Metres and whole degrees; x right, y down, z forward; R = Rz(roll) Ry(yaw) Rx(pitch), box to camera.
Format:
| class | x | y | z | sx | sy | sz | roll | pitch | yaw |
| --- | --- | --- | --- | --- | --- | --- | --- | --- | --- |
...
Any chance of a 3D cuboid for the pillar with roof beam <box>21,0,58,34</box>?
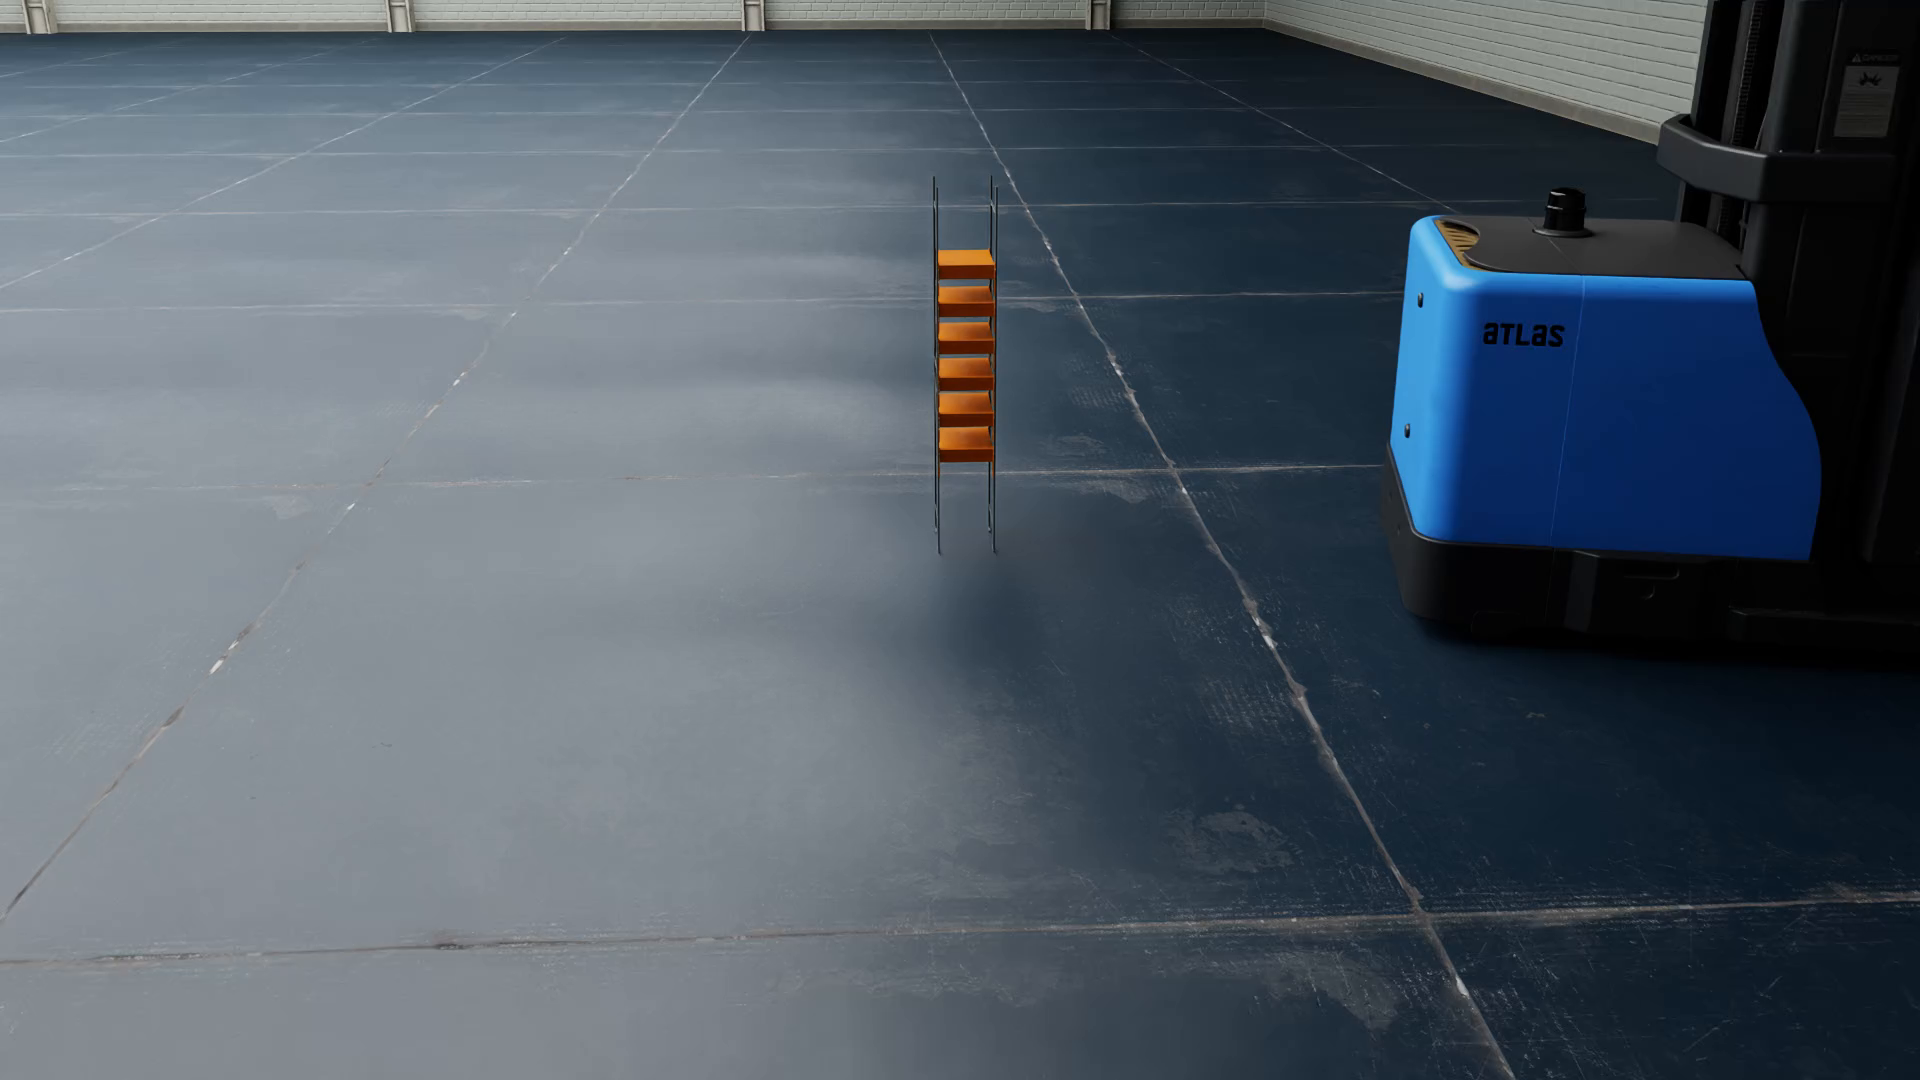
| class | x | y | z | sx | sy | sz | roll | pitch | yaw |
| --- | --- | --- | --- | --- | --- | --- | --- | --- | --- |
| pillar with roof beam | -15.311 | -11.278 | 22.597 | 0.400 | 9.000 | 9.100 | -1 | 21 | -3 |

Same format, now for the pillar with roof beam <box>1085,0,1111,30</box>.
| class | x | y | z | sx | sy | sz | roll | pitch | yaw |
| --- | --- | --- | --- | --- | --- | --- | --- | --- | --- |
| pillar with roof beam | 2.659 | -11.644 | 23.557 | 0.400 | 9.000 | 9.100 | -1 | 21 | -3 |

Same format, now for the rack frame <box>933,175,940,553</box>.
| class | x | y | z | sx | sy | sz | roll | pitch | yaw |
| --- | --- | --- | --- | --- | --- | --- | --- | --- | --- |
| rack frame | -0.077 | -0.559 | 5.403 | 0.006 | 1.200 | 0.240 | -1 | 21 | -3 |

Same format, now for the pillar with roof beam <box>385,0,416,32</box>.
| class | x | y | z | sx | sy | sz | roll | pitch | yaw |
| --- | --- | --- | --- | --- | --- | --- | --- | --- | --- |
| pillar with roof beam | -9.321 | -11.400 | 22.917 | 0.400 | 9.000 | 9.100 | -1 | 21 | -3 |

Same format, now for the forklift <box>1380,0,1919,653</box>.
| class | x | y | z | sx | sy | sz | roll | pitch | yaw |
| --- | --- | --- | --- | --- | --- | --- | --- | --- | --- |
| forklift | 2.871 | -1.176 | 4.592 | 3.031 | 2.935 | 1.130 | 3 | 21 | 8 |

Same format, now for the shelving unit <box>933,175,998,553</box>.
| class | x | y | z | sx | sy | sz | roll | pitch | yaw |
| --- | --- | --- | --- | --- | --- | --- | --- | --- | --- |
| shelving unit | 0.014 | -0.561 | 5.408 | 0.189 | 1.200 | 0.258 | -1 | 21 | -3 |

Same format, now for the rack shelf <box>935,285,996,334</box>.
| class | x | y | z | sx | sy | sz | roll | pitch | yaw |
| --- | --- | --- | --- | --- | --- | --- | --- | --- | --- |
| rack shelf | 0.014 | -0.744 | 5.339 | 0.180 | 0.103 | 0.258 | -1 | 21 | -3 |

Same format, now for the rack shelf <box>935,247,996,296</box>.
| class | x | y | z | sx | sy | sz | roll | pitch | yaw |
| --- | --- | --- | --- | --- | --- | --- | --- | --- | --- |
| rack shelf | 0.014 | -0.856 | 5.296 | 0.180 | 0.103 | 0.258 | -1 | 21 | -3 |

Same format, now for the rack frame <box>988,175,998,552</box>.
| class | x | y | z | sx | sy | sz | roll | pitch | yaw |
| --- | --- | --- | --- | --- | --- | --- | --- | --- | --- |
| rack frame | 0.106 | -0.563 | 5.413 | 0.006 | 1.200 | 0.240 | -1 | 21 | -3 |

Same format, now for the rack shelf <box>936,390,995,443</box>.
| class | x | y | z | sx | sy | sz | roll | pitch | yaw |
| --- | --- | --- | --- | --- | --- | --- | --- | --- | --- |
| rack shelf | 0.014 | -0.407 | 5.467 | 0.180 | 0.103 | 0.258 | -1 | 21 | -3 |

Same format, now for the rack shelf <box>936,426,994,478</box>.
| class | x | y | z | sx | sy | sz | roll | pitch | yaw |
| --- | --- | --- | --- | --- | --- | --- | --- | --- | --- |
| rack shelf | 0.014 | -0.295 | 5.509 | 0.180 | 0.103 | 0.258 | -1 | 21 | -3 |

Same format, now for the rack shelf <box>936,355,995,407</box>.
| class | x | y | z | sx | sy | sz | roll | pitch | yaw |
| --- | --- | --- | --- | --- | --- | --- | --- | --- | --- |
| rack shelf | 0.014 | -0.520 | 5.424 | 0.180 | 0.103 | 0.258 | -1 | 21 | -3 |

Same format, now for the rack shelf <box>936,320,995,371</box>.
| class | x | y | z | sx | sy | sz | roll | pitch | yaw |
| --- | --- | --- | --- | --- | --- | --- | --- | --- | --- |
| rack shelf | 0.014 | -0.632 | 5.381 | 0.180 | 0.103 | 0.258 | -1 | 21 | -3 |

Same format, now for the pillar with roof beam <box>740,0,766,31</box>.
| class | x | y | z | sx | sy | sz | roll | pitch | yaw |
| --- | --- | --- | --- | --- | --- | --- | --- | --- | --- |
| pillar with roof beam | -3.331 | -11.522 | 23.237 | 0.400 | 9.000 | 9.100 | -1 | 21 | -3 |
